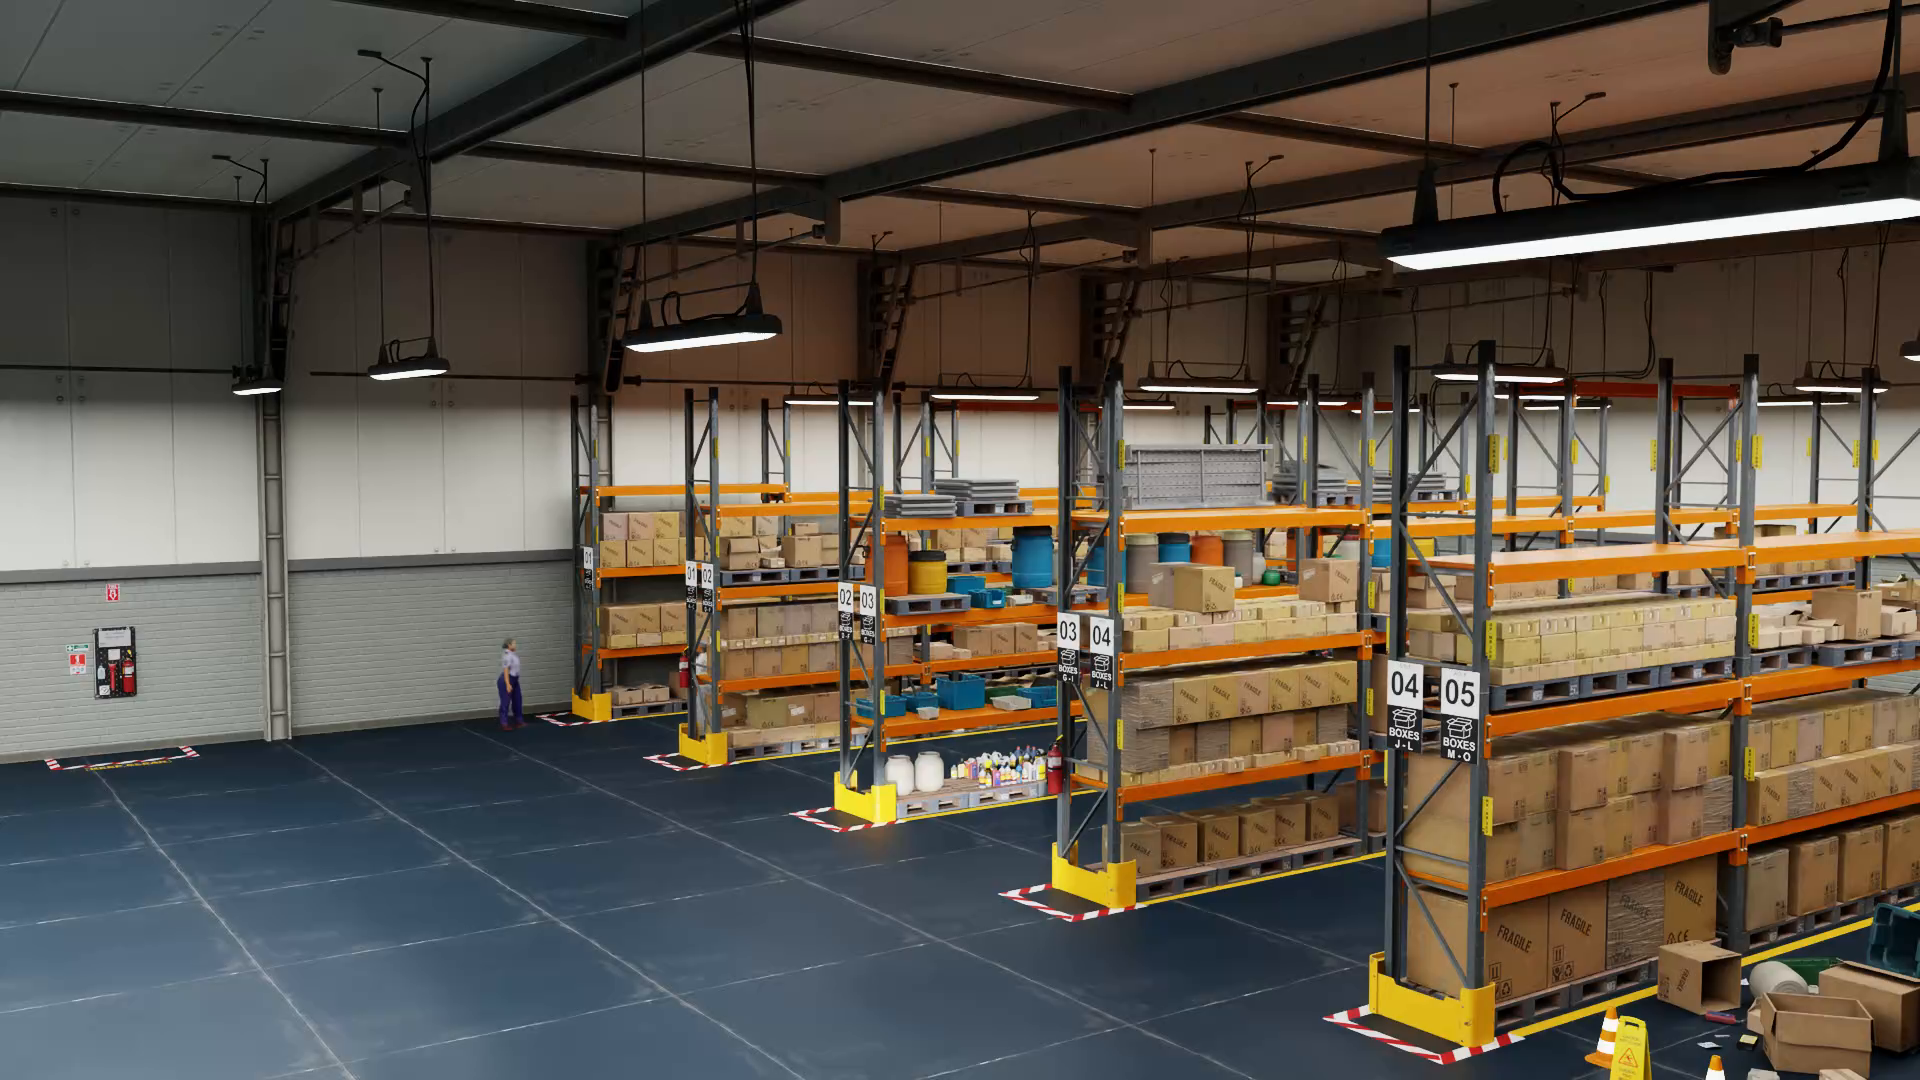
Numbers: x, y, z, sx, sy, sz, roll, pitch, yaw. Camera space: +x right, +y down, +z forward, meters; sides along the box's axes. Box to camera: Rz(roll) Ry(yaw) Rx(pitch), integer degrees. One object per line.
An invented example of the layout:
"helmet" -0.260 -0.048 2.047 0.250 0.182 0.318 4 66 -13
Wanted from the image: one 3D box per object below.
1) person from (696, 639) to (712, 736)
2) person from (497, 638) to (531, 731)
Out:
"person" -4.480 2.587 29.038 0.378 1.719 0.575 2 4 34
"person" -7.988 2.570 29.688 0.480 1.662 0.588 0 3 8
